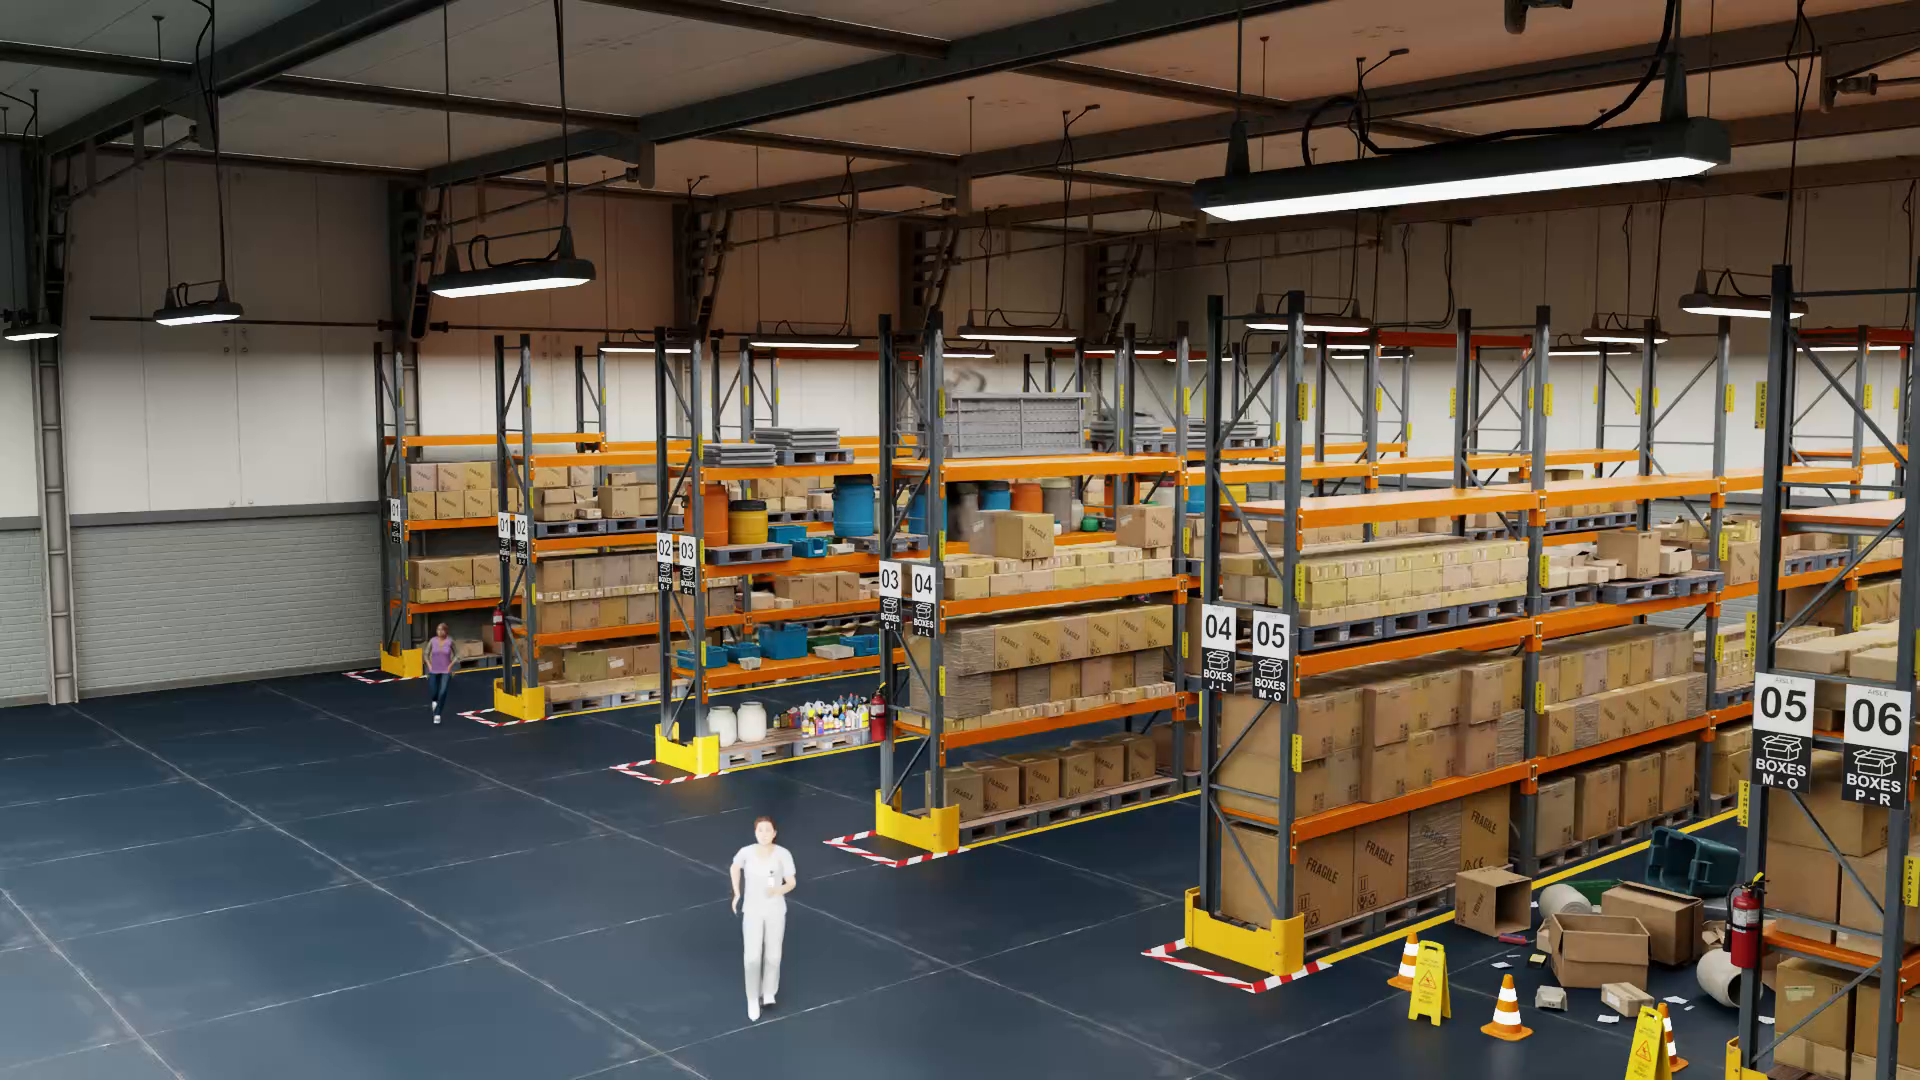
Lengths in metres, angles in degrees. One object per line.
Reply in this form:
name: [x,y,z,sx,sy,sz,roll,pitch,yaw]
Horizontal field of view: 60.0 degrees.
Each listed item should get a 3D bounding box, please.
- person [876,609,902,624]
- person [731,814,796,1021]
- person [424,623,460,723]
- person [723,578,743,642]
person: [-1.402,1.291,33.708,0.730,1.691,0.596,-3,6,-33]
person: [-1.615,3.092,13.658,0.538,1.681,0.686,-1,5,-6]
person: [-8.059,2.051,25.877,0.537,1.542,0.570,-1,5,-12]
person: [-4.077,1.548,30.824,0.579,1.695,0.692,5,7,42]
